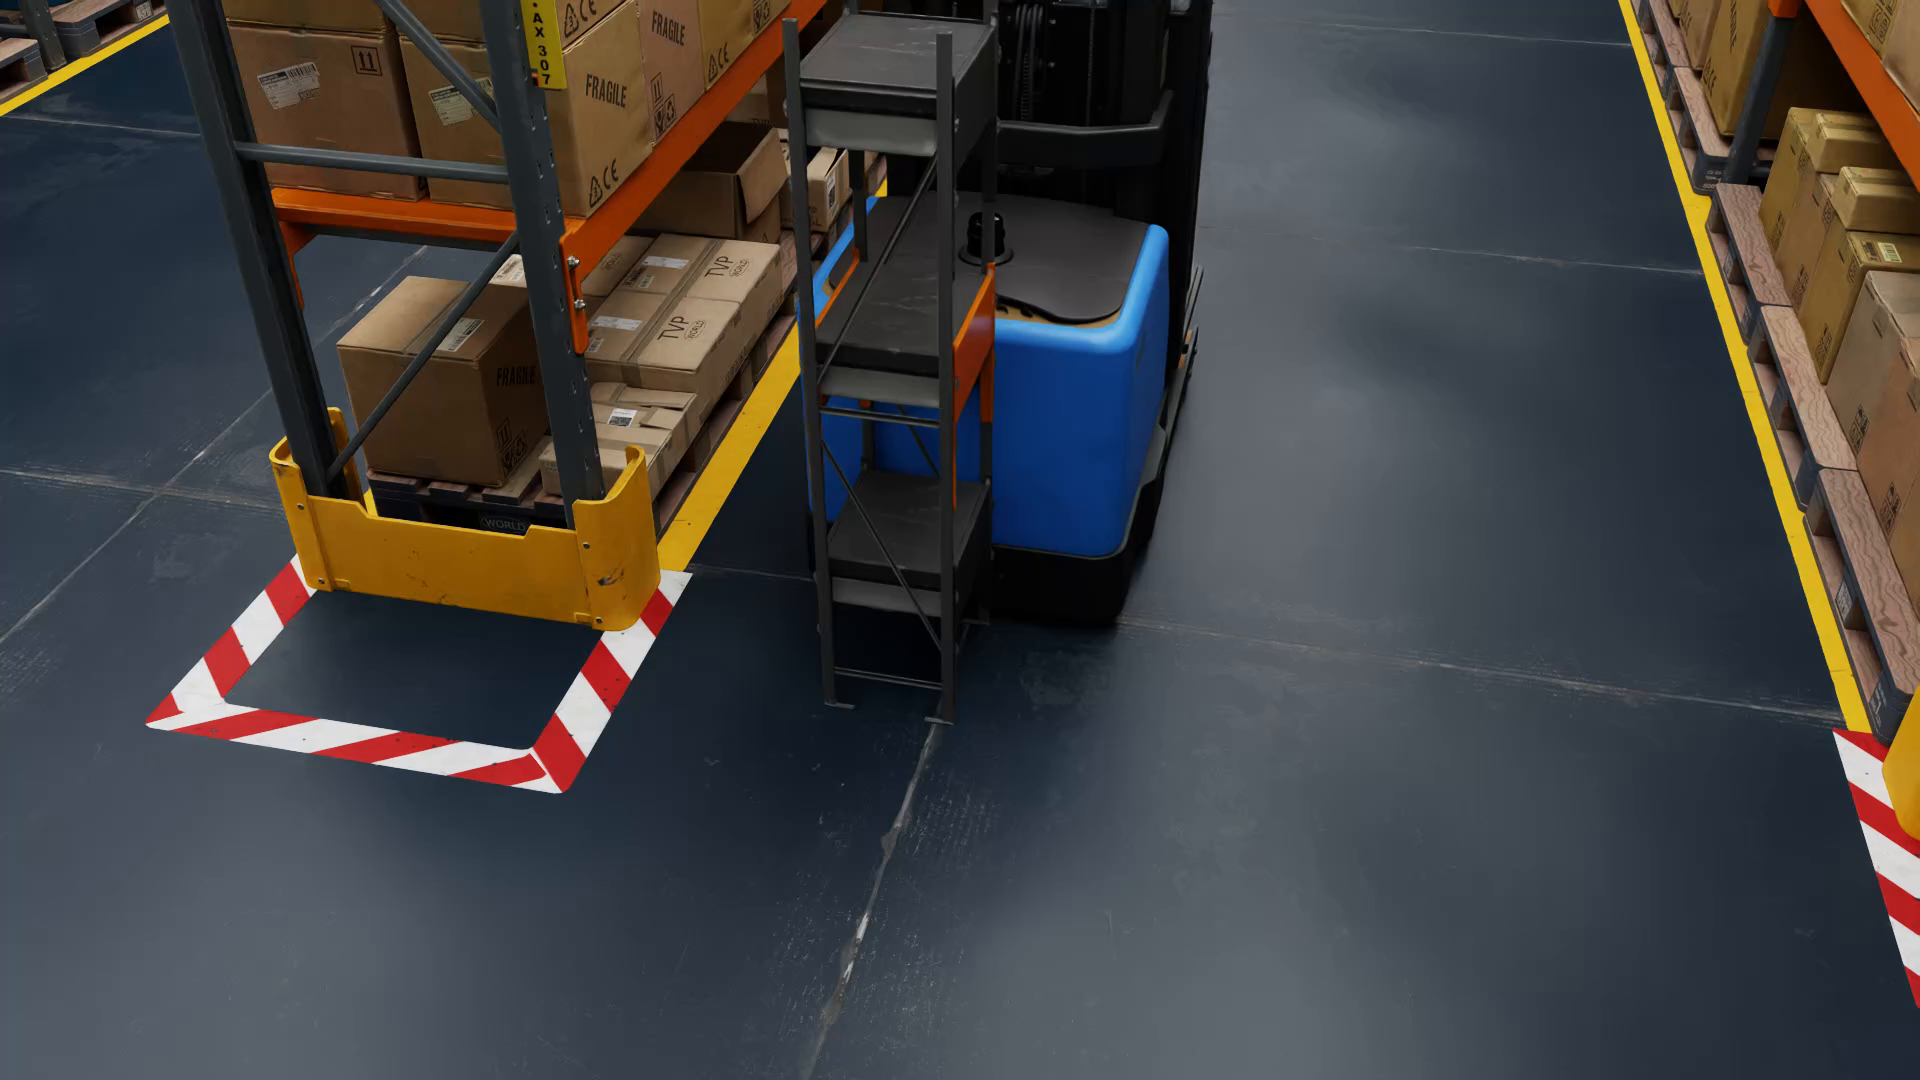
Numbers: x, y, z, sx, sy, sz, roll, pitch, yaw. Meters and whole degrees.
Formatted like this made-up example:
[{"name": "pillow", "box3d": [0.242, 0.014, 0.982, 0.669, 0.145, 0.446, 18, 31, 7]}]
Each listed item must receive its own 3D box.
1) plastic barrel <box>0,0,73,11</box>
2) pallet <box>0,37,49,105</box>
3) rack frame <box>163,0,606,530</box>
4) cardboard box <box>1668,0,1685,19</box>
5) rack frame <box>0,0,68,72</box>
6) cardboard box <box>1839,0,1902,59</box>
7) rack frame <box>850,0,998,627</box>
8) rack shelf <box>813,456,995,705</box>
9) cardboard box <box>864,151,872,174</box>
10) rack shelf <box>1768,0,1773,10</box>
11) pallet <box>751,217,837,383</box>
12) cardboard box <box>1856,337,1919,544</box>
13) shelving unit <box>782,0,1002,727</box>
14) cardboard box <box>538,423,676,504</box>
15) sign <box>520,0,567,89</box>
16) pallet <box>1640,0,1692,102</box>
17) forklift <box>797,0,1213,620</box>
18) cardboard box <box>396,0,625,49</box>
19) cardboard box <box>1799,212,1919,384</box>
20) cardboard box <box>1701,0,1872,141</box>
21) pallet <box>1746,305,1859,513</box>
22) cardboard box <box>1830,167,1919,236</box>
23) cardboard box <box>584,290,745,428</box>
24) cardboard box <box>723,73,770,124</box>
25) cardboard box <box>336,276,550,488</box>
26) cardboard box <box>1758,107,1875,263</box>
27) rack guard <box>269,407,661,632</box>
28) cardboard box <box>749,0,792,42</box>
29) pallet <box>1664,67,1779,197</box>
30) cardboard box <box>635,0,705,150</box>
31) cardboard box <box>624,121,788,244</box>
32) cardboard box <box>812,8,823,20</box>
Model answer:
[{"name": "plastic barrel", "box3d": [-5.463, -3.587, 9.573, 0.600, 0.901, 0.708, 7, 37, 10]}, {"name": "pallet", "box3d": [-5.715, -2.401, 8.883, 1.003, 0.211, 1.213, 7, 37, 10]}, {"name": "rack frame", "box3d": [-1.612, -1.041, 4.630, 1.000, 3.000, 0.127, 7, 37, 10]}, {"name": "cardboard box", "box3d": [4.458, -3.401, 9.361, 0.750, 0.750, 0.750, 7, 37, 10]}, {"name": "rack frame", "box3d": [-5.596, -3.957, 8.653, 1.000, 3.000, 0.127, 7, 37, 10]}, {"name": "cardboard box", "box3d": [3.789, -2.110, 5.849, 0.980, 0.700, 0.700, 6, 36, 9]}, {"name": "rack frame", "box3d": [-0.100, -0.600, 4.788, 0.400, 2.100, 0.015, 8, 37, 11]}, {"name": "rack shelf", "box3d": [-0.157, 0.117, 5.015, 0.431, 0.518, 0.480, 8, 37, 11]}, {"name": "cardboard box", "box3d": [-0.624, -1.773, 7.695, 0.380, 0.149, 0.250, 7, 37, 10]}, {"name": "rack shelf", "box3d": [4.510, -3.570, 8.733, 1.077, 0.370, 4.000, 7, 37, 10]}, {"name": "pallet", "box3d": [-1.164, -1.110, 7.101, 1.003, 0.211, 1.213, 7, 37, 10]}, {"name": "cardboard box", "box3d": [3.387, -0.280, 5.353, 0.700, 0.500, 0.500, 7, 37, 10]}, {"name": "shelving unit", "box3d": [-0.157, -0.461, 4.596, 0.431, 2.100, 0.503, 8, 37, 11]}, {"name": "cardboard box", "box3d": [-1.187, -0.261, 5.609, 0.380, 0.149, 0.250, 7, 37, 10]}, {"name": "sign", "box3d": [-1.082, -1.323, 4.282, 0.100, 0.325, 0.005, 7, 37, 10]}, {"name": "pallet", "box3d": [4.432, -2.739, 9.350, 1.003, 0.211, 1.213, 7, 37, 10]}, {"name": "forklift", "box3d": [0.337, -1.798, 5.733, 1.130, 2.935, 3.031, 8, 37, 11]}, {"name": "cardboard box", "box3d": [-1.260, -1.707, 4.612, 0.500, 0.500, 0.500, 8, 37, 11]}, {"name": "cardboard box", "box3d": [3.600, -0.876, 6.174, 0.700, 0.500, 0.500, 8, 37, 11]}, {"name": "cardboard box", "box3d": [4.094, -2.404, 7.984, 0.750, 0.750, 0.750, 8, 37, 11]}, {"name": "pallet", "box3d": [3.585, -0.458, 6.202, 1.003, 0.211, 1.213, 7, 37, 10]}, {"name": "cardboard box", "box3d": [3.460, -1.247, 6.134, 0.380, 0.149, 0.250, 6, 36, 9]}, {"name": "cardboard box", "box3d": [-1.112, -0.668, 6.084, 0.500, 0.250, 0.500, 7, 37, 10]}, {"name": "cardboard box", "box3d": [-1.059, -2.210, 8.159, 0.500, 0.311, 0.500, 7, 37, 10]}, {"name": "cardboard box", "box3d": [-1.737, -0.549, 5.707, 0.500, 0.500, 0.500, 7, 37, 10]}, {"name": "cardboard box", "box3d": [3.822, -1.457, 6.977, 0.700, 0.500, 0.500, 8, 37, 11]}, {"name": "rack guard", "box3d": [-1.596, -0.072, 5.423, 1.175, 0.500, 0.348, 7, 37, 10]}, {"name": "cardboard box", "box3d": [-0.936, -2.173, 6.107, 0.500, 0.500, 0.500, 8, 37, 11]}, {"name": "pallet", "box3d": [4.174, -2.038, 8.382, 1.003, 0.211, 1.213, 7, 37, 10]}, {"name": "cardboard box", "box3d": [-1.155, -1.599, 5.315, 0.500, 0.500, 0.500, 7, 37, 10]}, {"name": "cardboard box", "box3d": [-1.154, -1.423, 6.910, 0.797, 0.503, 0.637, 7, 37, 10]}, {"name": "cardboard box", "box3d": [-0.932, -2.819, 8.838, 0.500, 0.500, 0.500, 7, 37, 10]}]
